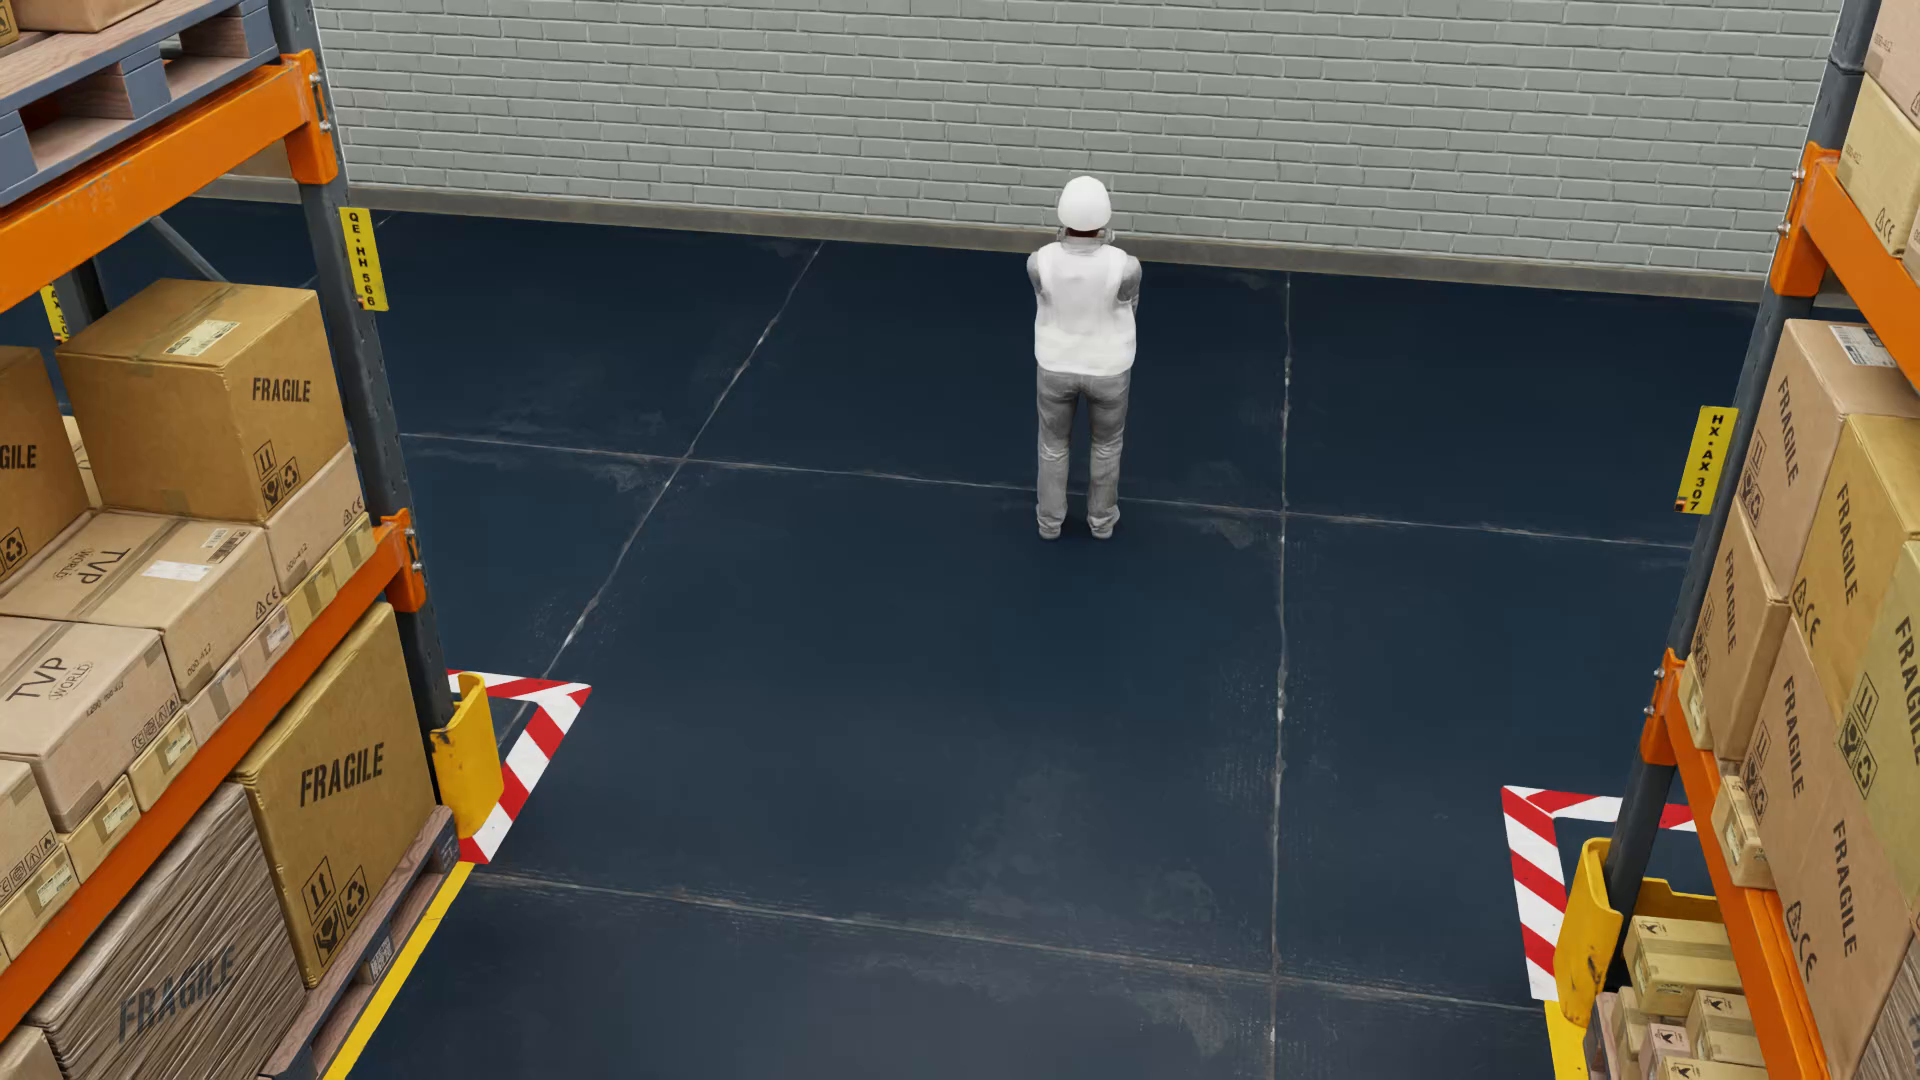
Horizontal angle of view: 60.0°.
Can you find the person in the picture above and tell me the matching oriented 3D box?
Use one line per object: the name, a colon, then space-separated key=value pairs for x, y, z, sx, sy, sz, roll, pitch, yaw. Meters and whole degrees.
person: x=0.549 y=-0.828 z=7.436 sx=0.494 sy=1.762 sz=0.556 roll=5 pitch=33 yaw=8
